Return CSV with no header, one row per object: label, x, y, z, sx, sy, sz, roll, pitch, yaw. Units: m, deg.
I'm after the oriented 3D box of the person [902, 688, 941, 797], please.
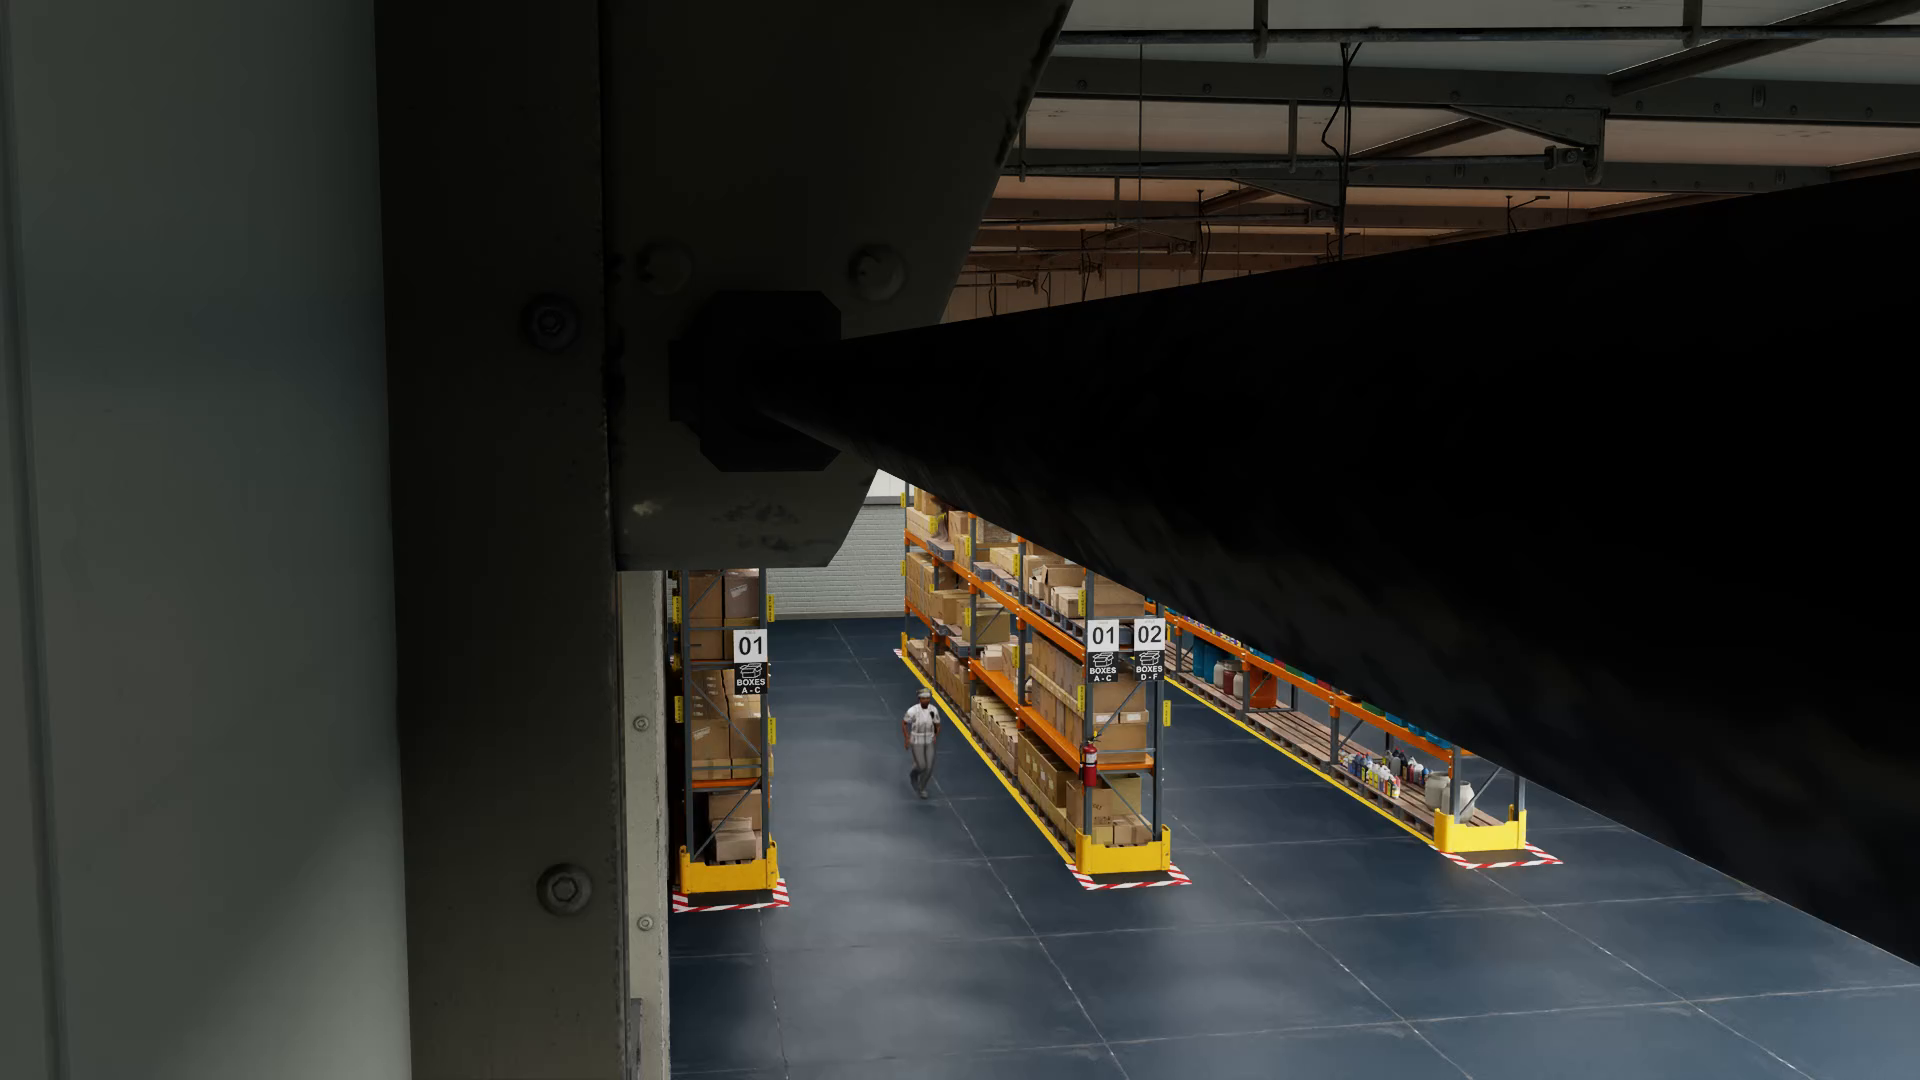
person,-0.536,2.982,24.443,0.559,1.644,0.586,-2,6,-17
